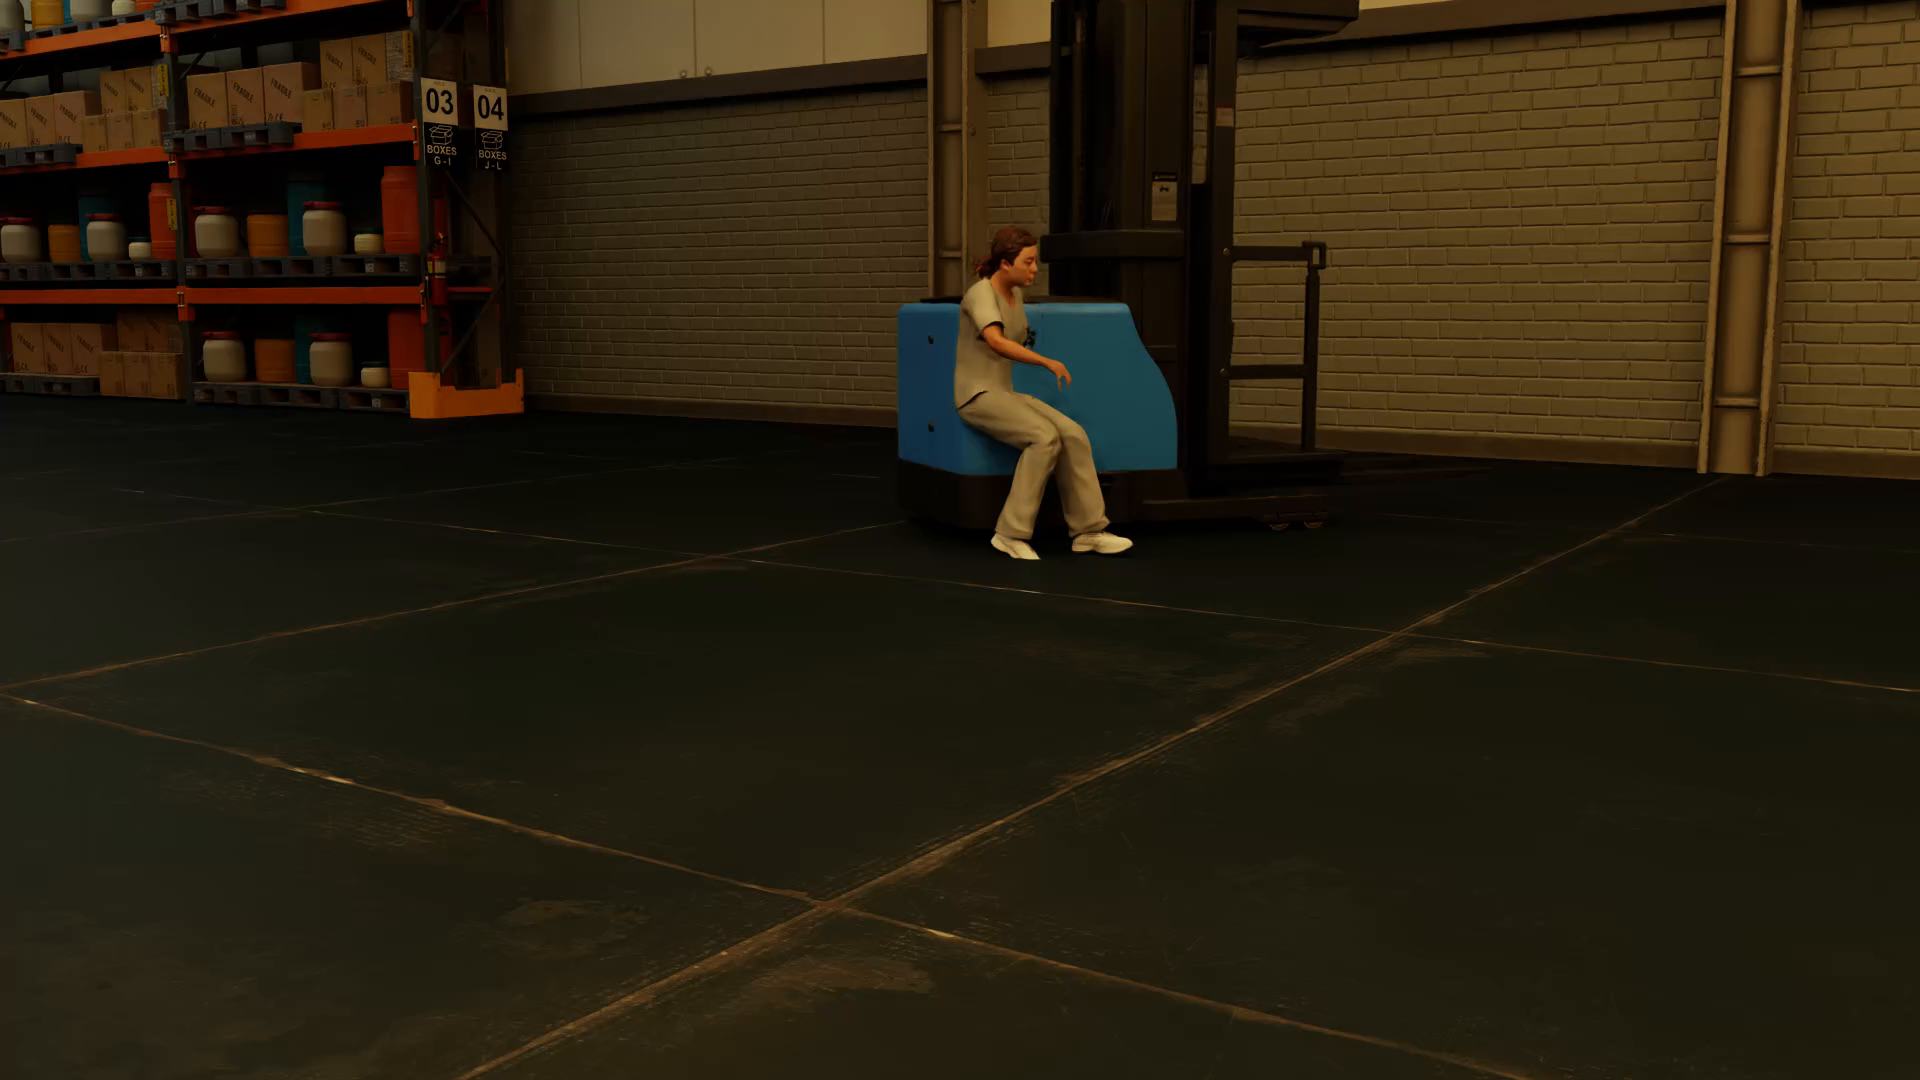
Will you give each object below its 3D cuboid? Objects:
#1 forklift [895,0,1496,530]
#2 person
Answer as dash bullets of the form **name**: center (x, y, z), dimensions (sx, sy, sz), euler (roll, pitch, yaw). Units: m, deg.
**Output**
- **forklift**: center (1.249, -1.567, 8.211), dimensions (3.031, 2.935, 1.130), euler (-3, 9, -21)
- **person**: center (0.390, -0.629, 7.263), dimensions (0.881, 1.468, 0.677), euler (4, 9, 27)
